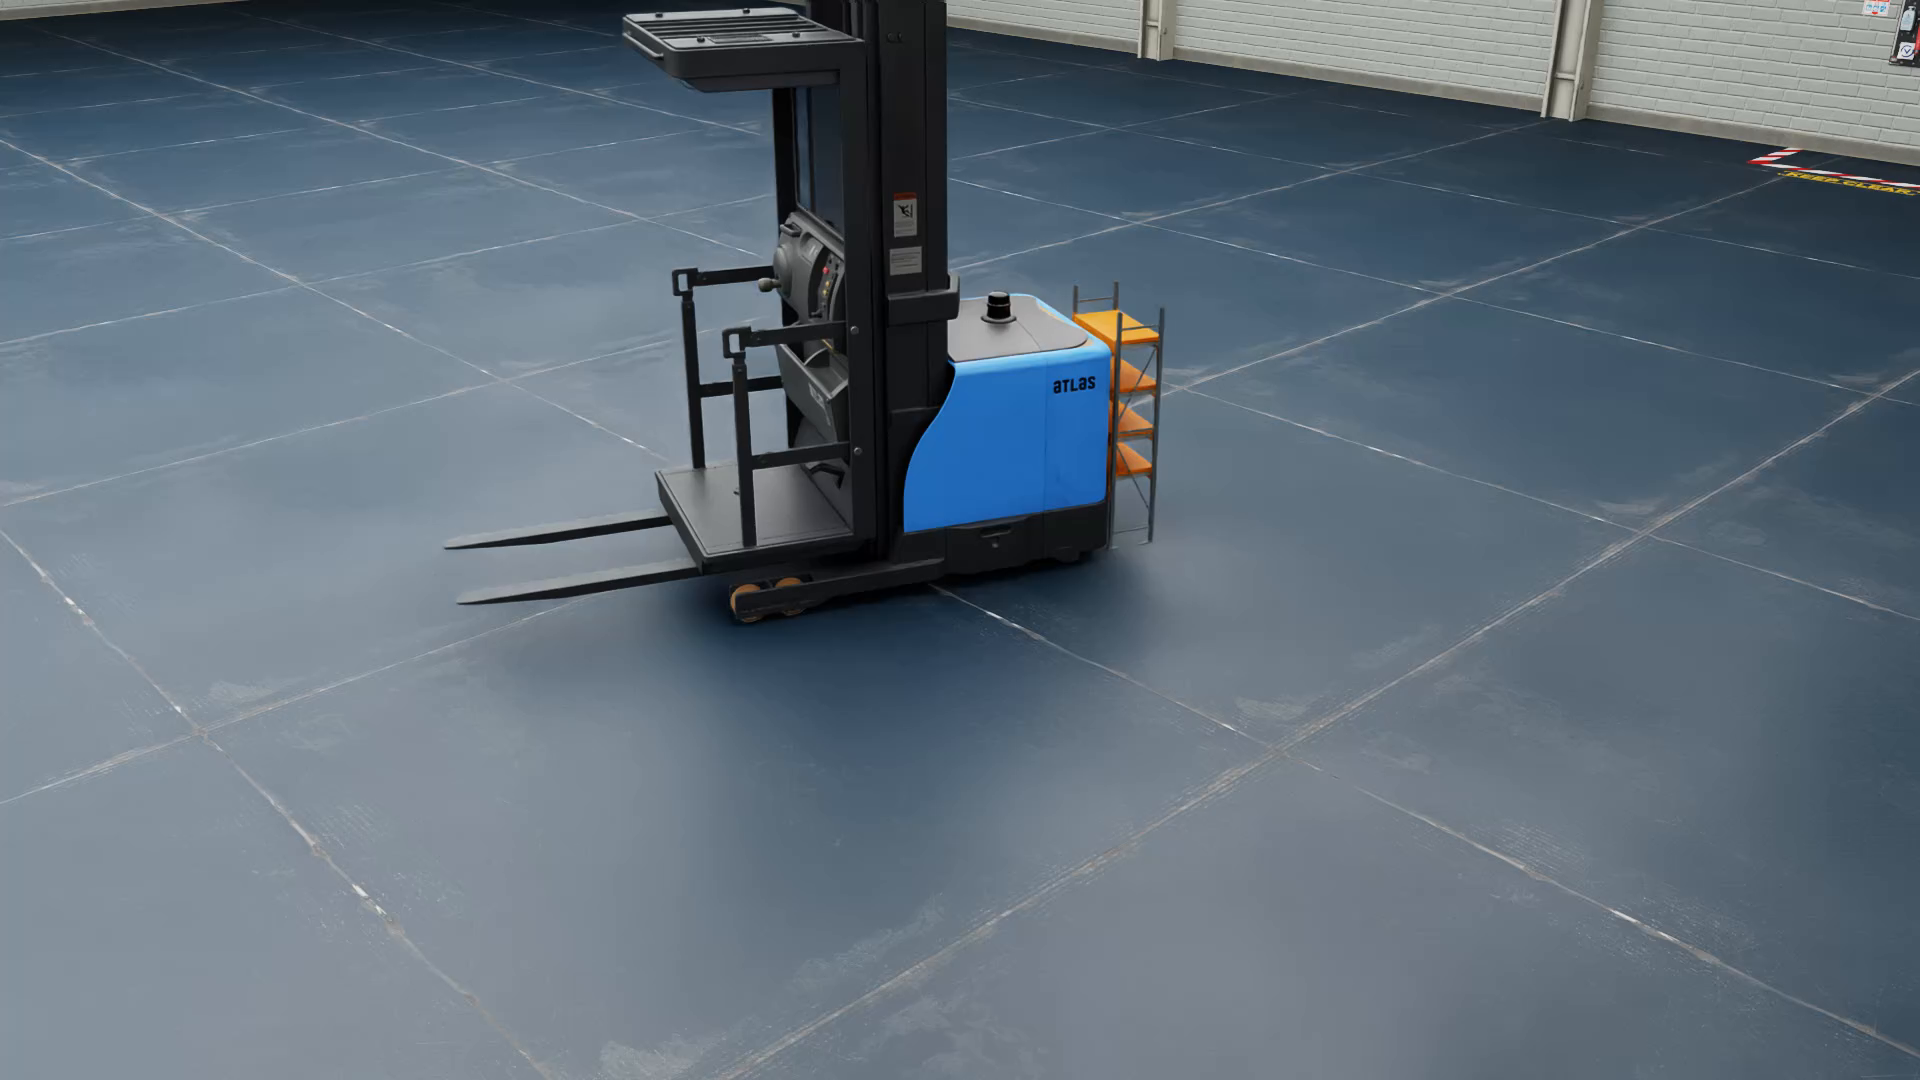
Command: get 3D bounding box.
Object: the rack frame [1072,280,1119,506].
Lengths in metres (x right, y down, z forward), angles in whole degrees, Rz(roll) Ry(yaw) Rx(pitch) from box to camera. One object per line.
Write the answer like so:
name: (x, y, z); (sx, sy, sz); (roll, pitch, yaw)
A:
rack frame: (0.663, -0.706, 8.353); (0.240, 1.200, 0.015); (-9, 26, -19)

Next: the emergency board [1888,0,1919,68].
emergency board: (9.211, -5.053, 15.712); (0.157, 1.169, 0.626); (-21, 32, -38)

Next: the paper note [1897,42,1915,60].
paper note: (9.133, -4.717, 16.038); (0.016, 0.148, 0.142); (-21, 32, -38)

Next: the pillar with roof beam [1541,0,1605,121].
pillar with roof beam: (3.621, -7.611, 14.092); (9.100, 9.000, 0.400); (-21, 32, -38)

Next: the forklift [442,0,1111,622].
forklift: (-0.859, -1.213, 7.378); (3.031, 2.935, 1.130); (-9, 26, -19)

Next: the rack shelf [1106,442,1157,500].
rack shelf: (0.751, -0.370, 8.256); (0.258, 0.148, 0.480); (-9, 26, -19)

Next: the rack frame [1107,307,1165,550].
rack frame: (0.838, -0.517, 7.938); (0.240, 1.200, 0.015); (-9, 26, -19)

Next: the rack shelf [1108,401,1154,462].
rack shelf: (0.751, -0.551, 8.173); (0.258, 0.148, 0.480); (-9, 26, -19)

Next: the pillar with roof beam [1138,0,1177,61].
pillar with roof beam: (-0.479, -9.429, 18.077); (9.100, 9.000, 0.400); (-21, 32, -38)

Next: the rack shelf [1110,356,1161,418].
rack shelf: (0.751, -0.754, 8.080); (0.258, 0.148, 0.480); (-9, 26, -19)

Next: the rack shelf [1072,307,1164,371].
rack shelf: (0.751, -0.969, 7.982); (0.258, 0.148, 0.480); (-9, 26, -19)

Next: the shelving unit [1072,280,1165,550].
shelving unit: (0.751, -0.612, 8.145); (0.258, 1.200, 0.503); (-9, 26, -19)

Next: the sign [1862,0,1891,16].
sign: (8.901, -5.258, 16.118); (0.001, 0.329, 0.234); (-21, 32, -38)
